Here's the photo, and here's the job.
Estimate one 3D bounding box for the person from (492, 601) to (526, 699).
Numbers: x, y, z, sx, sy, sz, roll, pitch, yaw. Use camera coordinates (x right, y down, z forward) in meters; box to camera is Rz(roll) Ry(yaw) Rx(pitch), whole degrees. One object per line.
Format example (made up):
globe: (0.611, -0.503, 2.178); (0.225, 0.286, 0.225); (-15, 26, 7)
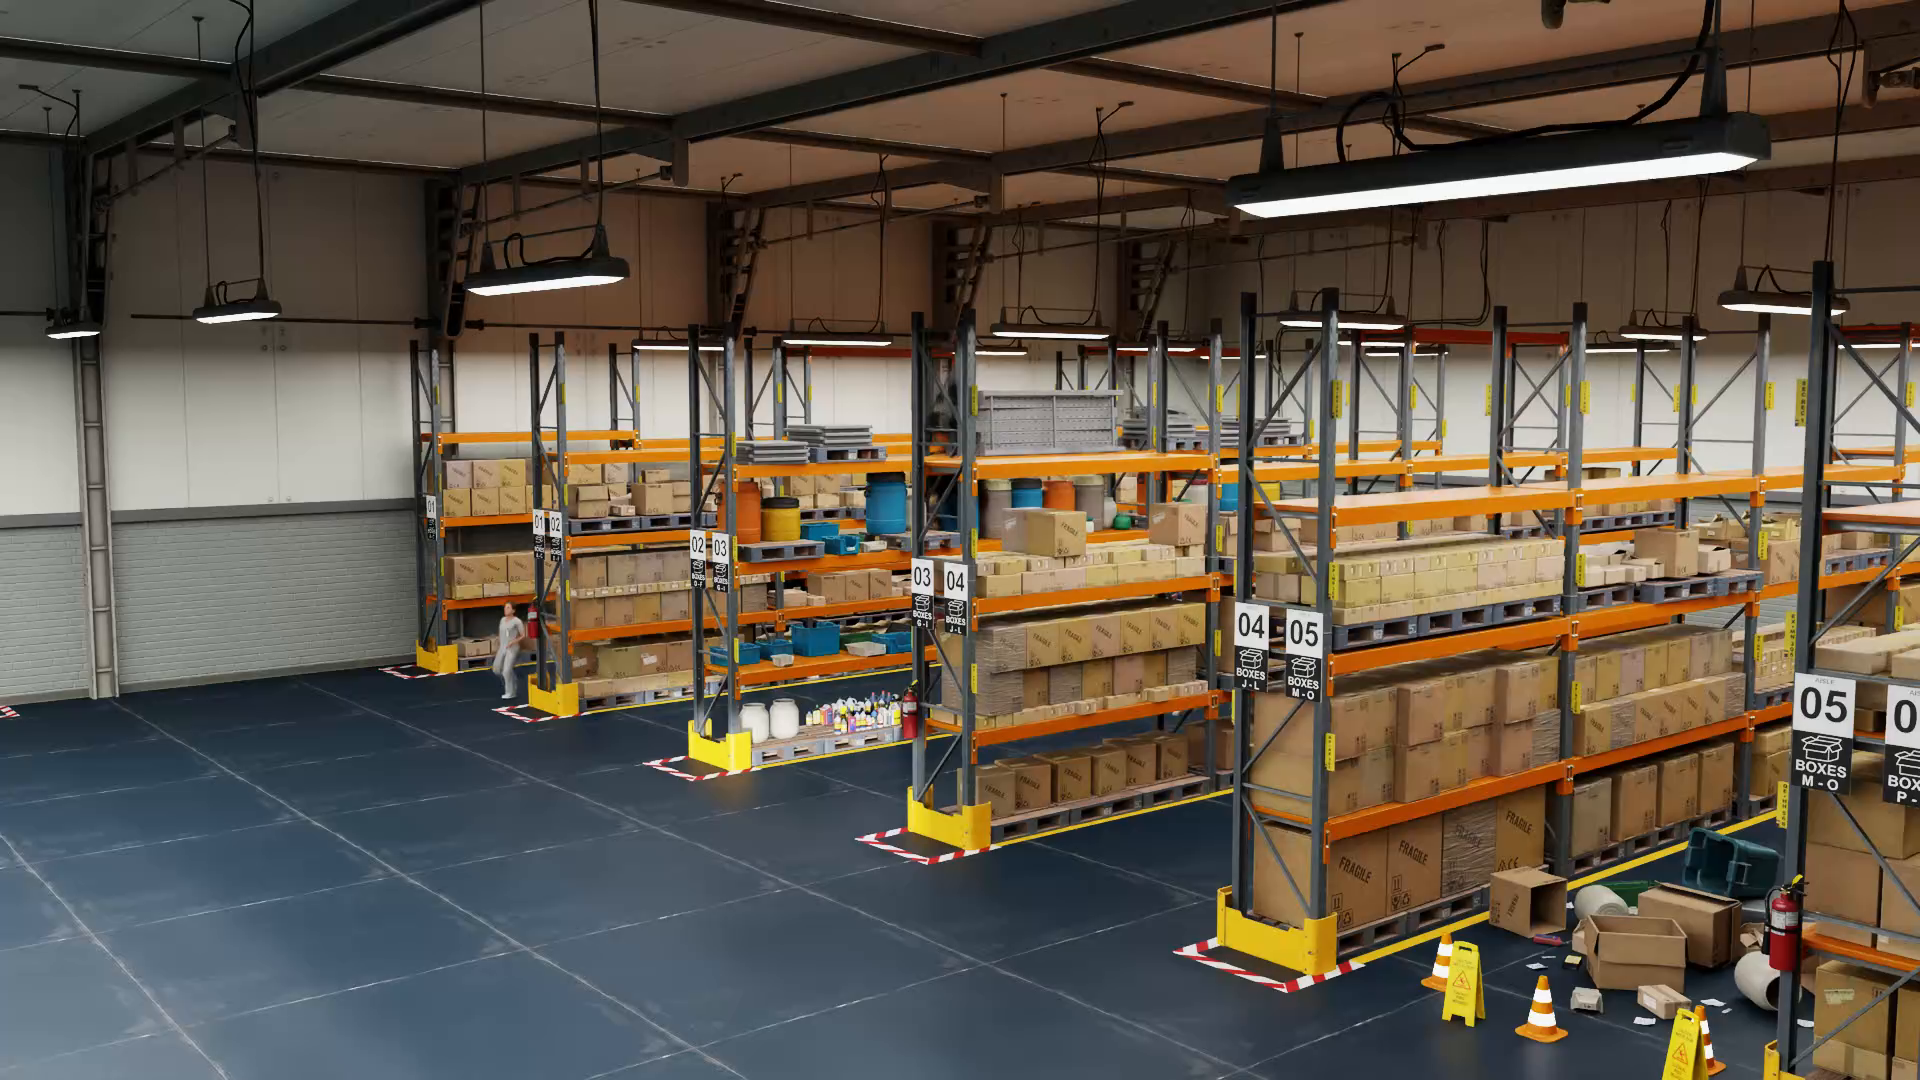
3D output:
person: (-7.443, 1.816, 27.496); (0.562, 1.620, 0.570); (2, 6, 24)

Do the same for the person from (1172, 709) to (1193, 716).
person: (3.256, 1.793, 24.588); (0.577, 1.616, 0.521); (4, 7, 40)
